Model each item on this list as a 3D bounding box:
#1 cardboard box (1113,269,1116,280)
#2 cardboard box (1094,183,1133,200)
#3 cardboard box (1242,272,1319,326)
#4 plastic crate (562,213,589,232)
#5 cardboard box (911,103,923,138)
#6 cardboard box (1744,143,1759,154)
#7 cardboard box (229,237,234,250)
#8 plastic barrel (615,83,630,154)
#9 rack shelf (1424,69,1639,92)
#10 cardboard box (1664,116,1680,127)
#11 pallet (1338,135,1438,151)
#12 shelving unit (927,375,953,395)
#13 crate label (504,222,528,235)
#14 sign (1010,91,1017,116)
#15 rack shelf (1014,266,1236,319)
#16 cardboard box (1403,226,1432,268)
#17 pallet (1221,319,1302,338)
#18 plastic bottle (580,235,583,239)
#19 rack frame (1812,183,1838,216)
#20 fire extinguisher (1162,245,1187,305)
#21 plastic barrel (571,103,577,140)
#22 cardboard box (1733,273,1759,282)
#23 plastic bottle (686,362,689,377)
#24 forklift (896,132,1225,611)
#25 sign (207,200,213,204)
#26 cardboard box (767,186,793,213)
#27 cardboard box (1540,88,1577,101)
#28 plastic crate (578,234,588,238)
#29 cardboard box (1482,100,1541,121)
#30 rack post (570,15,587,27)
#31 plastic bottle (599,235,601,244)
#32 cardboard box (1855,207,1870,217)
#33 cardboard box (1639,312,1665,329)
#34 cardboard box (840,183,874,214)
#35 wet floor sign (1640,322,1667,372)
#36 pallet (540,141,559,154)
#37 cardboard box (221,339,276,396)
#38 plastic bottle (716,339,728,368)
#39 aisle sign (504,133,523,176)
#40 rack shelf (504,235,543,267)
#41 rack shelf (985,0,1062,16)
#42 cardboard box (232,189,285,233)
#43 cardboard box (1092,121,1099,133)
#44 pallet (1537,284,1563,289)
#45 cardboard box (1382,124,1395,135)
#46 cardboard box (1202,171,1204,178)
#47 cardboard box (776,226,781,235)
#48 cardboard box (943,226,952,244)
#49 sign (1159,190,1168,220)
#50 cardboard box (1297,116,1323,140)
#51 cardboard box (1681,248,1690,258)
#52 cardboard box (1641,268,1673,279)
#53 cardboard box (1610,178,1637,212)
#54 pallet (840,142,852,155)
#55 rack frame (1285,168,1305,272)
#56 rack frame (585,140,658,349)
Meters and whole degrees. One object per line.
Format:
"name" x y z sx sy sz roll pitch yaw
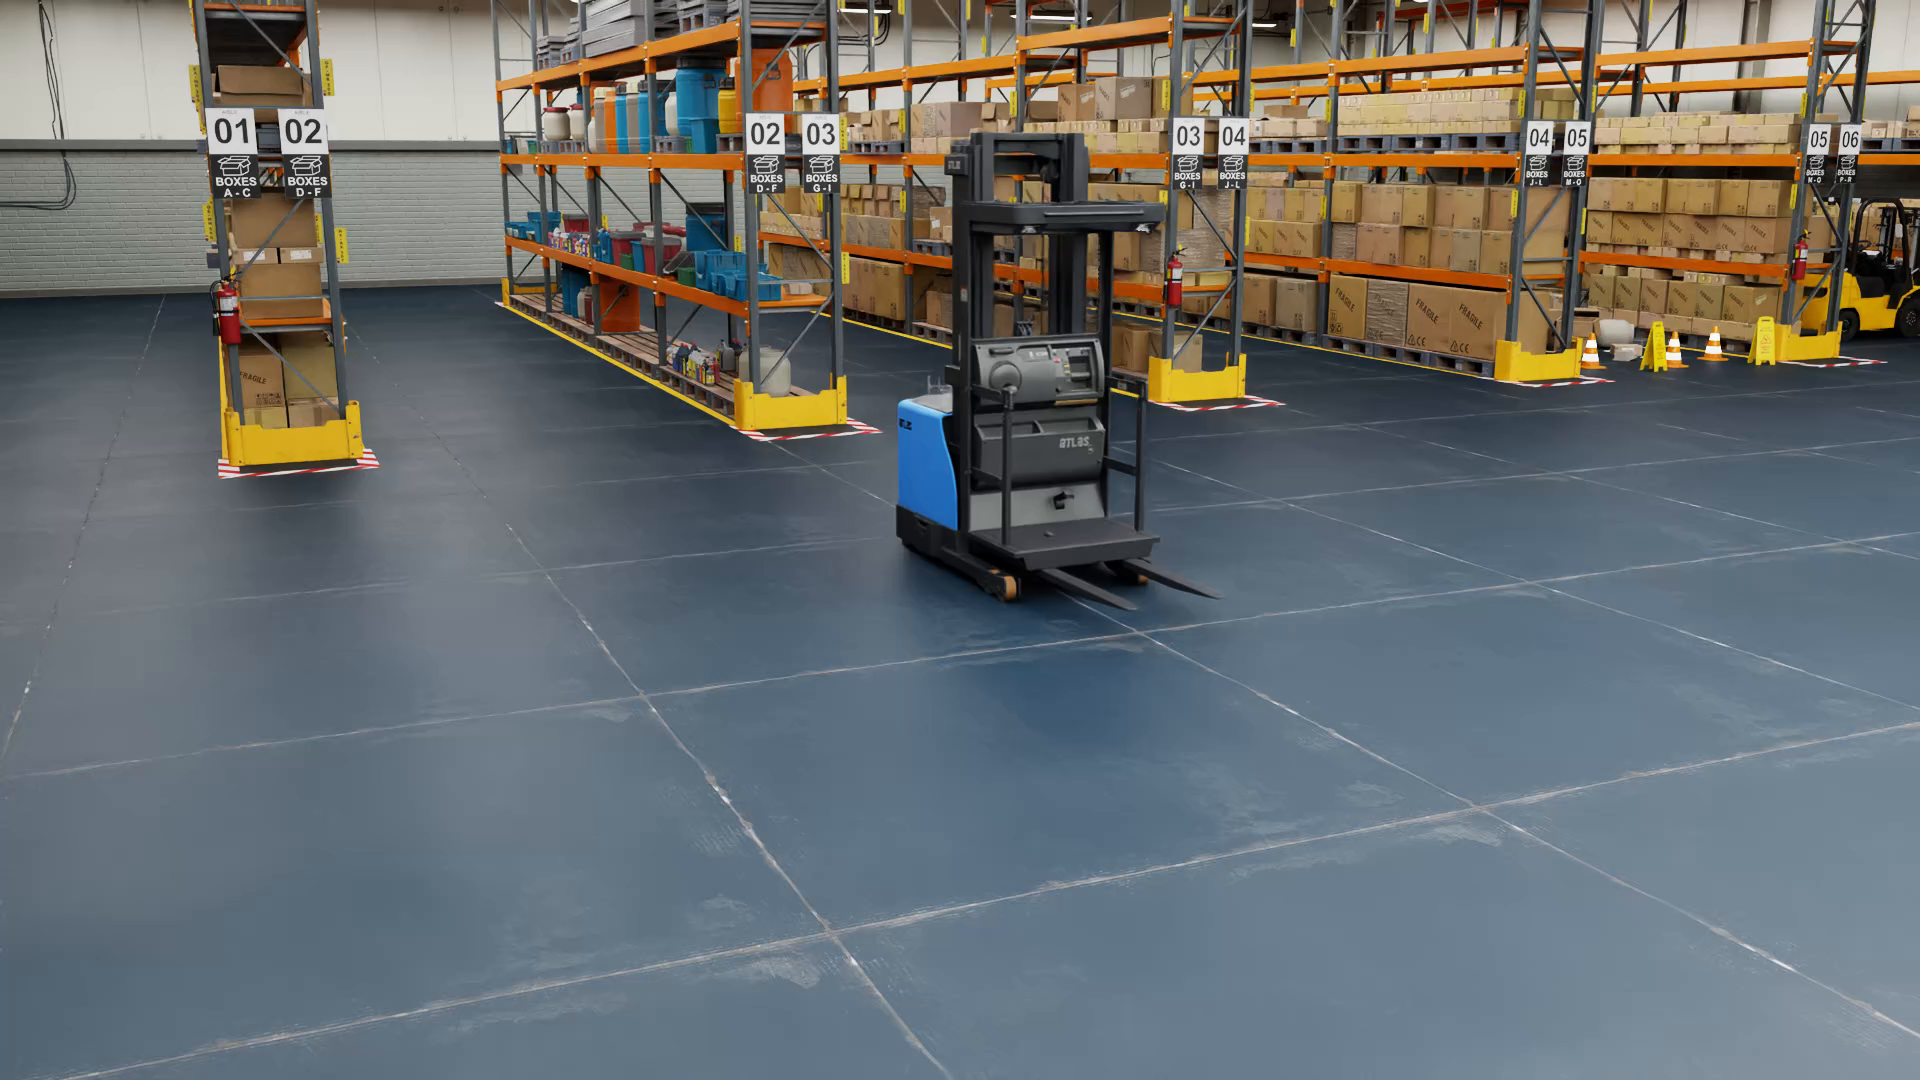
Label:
"cardboard box" 2.002 -3.297 20.520 0.380 0.149 0.250 -6 14 -23
"cardboard box" 1.970 -4.101 20.337 0.500 0.500 0.500 -6 14 -23
"cardboard box" 5.089 -3.804 26.213 1.050 0.750 0.750 -6 14 -23
"plastic crate" -6.652 -5.422 28.868 0.402 0.464 0.583 -6 14 -23
"cardboard box" -0.431 -6.409 25.424 0.500 0.500 0.500 -5 14 -22
"cardboard box" 11.297 -5.511 23.435 0.380 0.149 0.250 -5 14 -21
"cardboard box" -7.519 -3.136 17.605 0.380 0.149 0.250 -6 14 -25
"plastic barrel" -4.246 -5.563 21.988 0.600 0.901 0.708 -6 14 -23
"rack shelf" 9.497 -7.635 27.882 1.077 0.370 4.000 -6 14 -23
"cardboard box" 10.698 -6.213 24.697 0.380 0.149 0.250 -6 14 -24
"pallet" 6.122 -5.624 23.562 1.003 0.211 1.213 -6 14 -23
"shelving unit" -0.093 -0.628 12.424 0.258 1.200 0.189 -6 14 -25
"crate label" -8.330 -5.848 31.221 0.416 0.233 0.303 -6 14 -23
"sign" 0.711 -5.803 22.118 0.100 0.325 0.005 -6 14 -23
"rack shelf" 2.020 -3.185 21.075 1.077 0.370 4.000 -6 14 -23
"cardboard box" 6.616 -4.040 22.839 0.875 0.550 0.500 -6 14 -23
"pallet" 4.933 -3.422 26.689 1.003 0.211 1.213 -6 14 -23
"plastic bottle" -5.875 -4.603 25.866 0.061 0.283 0.133 -6 14 -23
"rack frame" 14.845 -5.293 28.587 1.000 3.000 0.127 -6 14 -23
"fire extinguisher" 2.444 -3.019 18.935 0.296 0.674 0.183 -6 14 -23
"plastic barrel" -5.973 -6.742 26.845 0.600 0.588 0.600 0 13 0
"cardboard box" 14.322 -4.608 29.965 0.875 0.625 0.625 -6 14 -24
"plastic bottle" -3.209 -2.049 19.799 0.097 0.201 0.097 0 13 0
"forklift" 0.627 -1.146 10.823 1.130 2.935 3.031 -6 14 -25
"sign" -9.956 -4.356 22.145 0.100 0.325 0.005 -6 14 -23
"cardboard box" -3.443 -6.638 32.410 0.500 0.500 0.500 -6 14 -24
"cardboard box" 7.564 -5.628 21.018 0.380 0.149 0.250 -5 14 -22
"plastic crate" -6.580 -5.164 28.482 0.396 0.136 0.243 -6 14 -23
"cardboard box" 6.954 -5.412 20.968 0.500 0.250 0.500 -5 14 -22
"rack post" -5.324 -7.654 24.340 0.624 0.289 0.986 -6 14 -23
"plastic bottle" -5.775 -4.817 26.815 0.097 0.271 0.097 0 13 0
"cardboard box" 14.998 -5.406 27.414 0.380 0.149 0.250 -5 14 -22
"cardboard box" 10.727 -3.344 25.333 0.500 0.250 0.500 -6 14 -24
"cardboard box" -1.723 -6.008 29.229 0.797 0.503 0.637 -6 14 -24
"wet floor sign" 9.232 -2.575 22.066 0.267 0.644 0.232 -9 16 -33
"pallet" -6.121 -6.370 27.009 1.213 0.211 1.003 -6 14 -23
"cardboard box" -7.159 -1.748 16.773 0.500 0.500 0.500 -6 14 -23
"plastic bottle" -2.930 -2.305 20.577 0.144 0.351 0.185 -6 14 -23
"aisle sign" -8.428 -7.235 31.213 0.394 0.787 0.004 -6 14 -23
"rack shelf" -7.326 -5.217 29.854 1.077 0.370 4.000 -6 14 -23
"rack shelf" 1.798 -10.633 32.581 1.077 0.370 4.000 -6 14 -23
"cardboard box" -7.073 -3.333 17.021 0.700 0.500 0.500 -6 14 -23
"cardboard box" 1.842 -5.064 20.395 0.380 0.149 0.250 -6 15 -26
"pallet" 12.494 -5.170 34.241 1.003 0.211 1.213 -6 14 -23
"cardboard box" 6.047 -5.652 22.891 0.380 0.149 0.250 -6 14 -24
"cardboard box" 5.550 -8.029 36.530 0.380 0.149 0.250 -5 14 -22
"cardboard box" -3.335 -5.990 32.157 0.380 0.149 0.250 -6 14 -24
"cardboard box" 0.077 -4.540 24.734 0.500 0.250 0.500 -6 14 -25
"sign" 2.304 -3.794 18.844 0.100 0.325 0.005 -6 14 -23
"cardboard box" 7.051 -8.401 33.987 0.500 0.500 0.500 -5 14 -22
"cardboard box" 10.961 -4.271 24.727 0.380 0.149 0.250 -6 14 -23
"cardboard box" 10.601 -4.051 25.287 0.380 0.149 0.250 -5 14 -20
"cardboard box" 10.461 -5.307 25.547 0.700 0.500 0.500 -6 14 -23
"pallet" -1.574 -6.785 28.805 0.805 0.209 1.217 -6 14 -25
"rack frame" 7.094 -6.497 33.788 1.000 3.000 0.127 -6 14 -23
"rack frame" -4.922 -4.328 24.417 1.000 3.000 0.127 -6 14 -23
